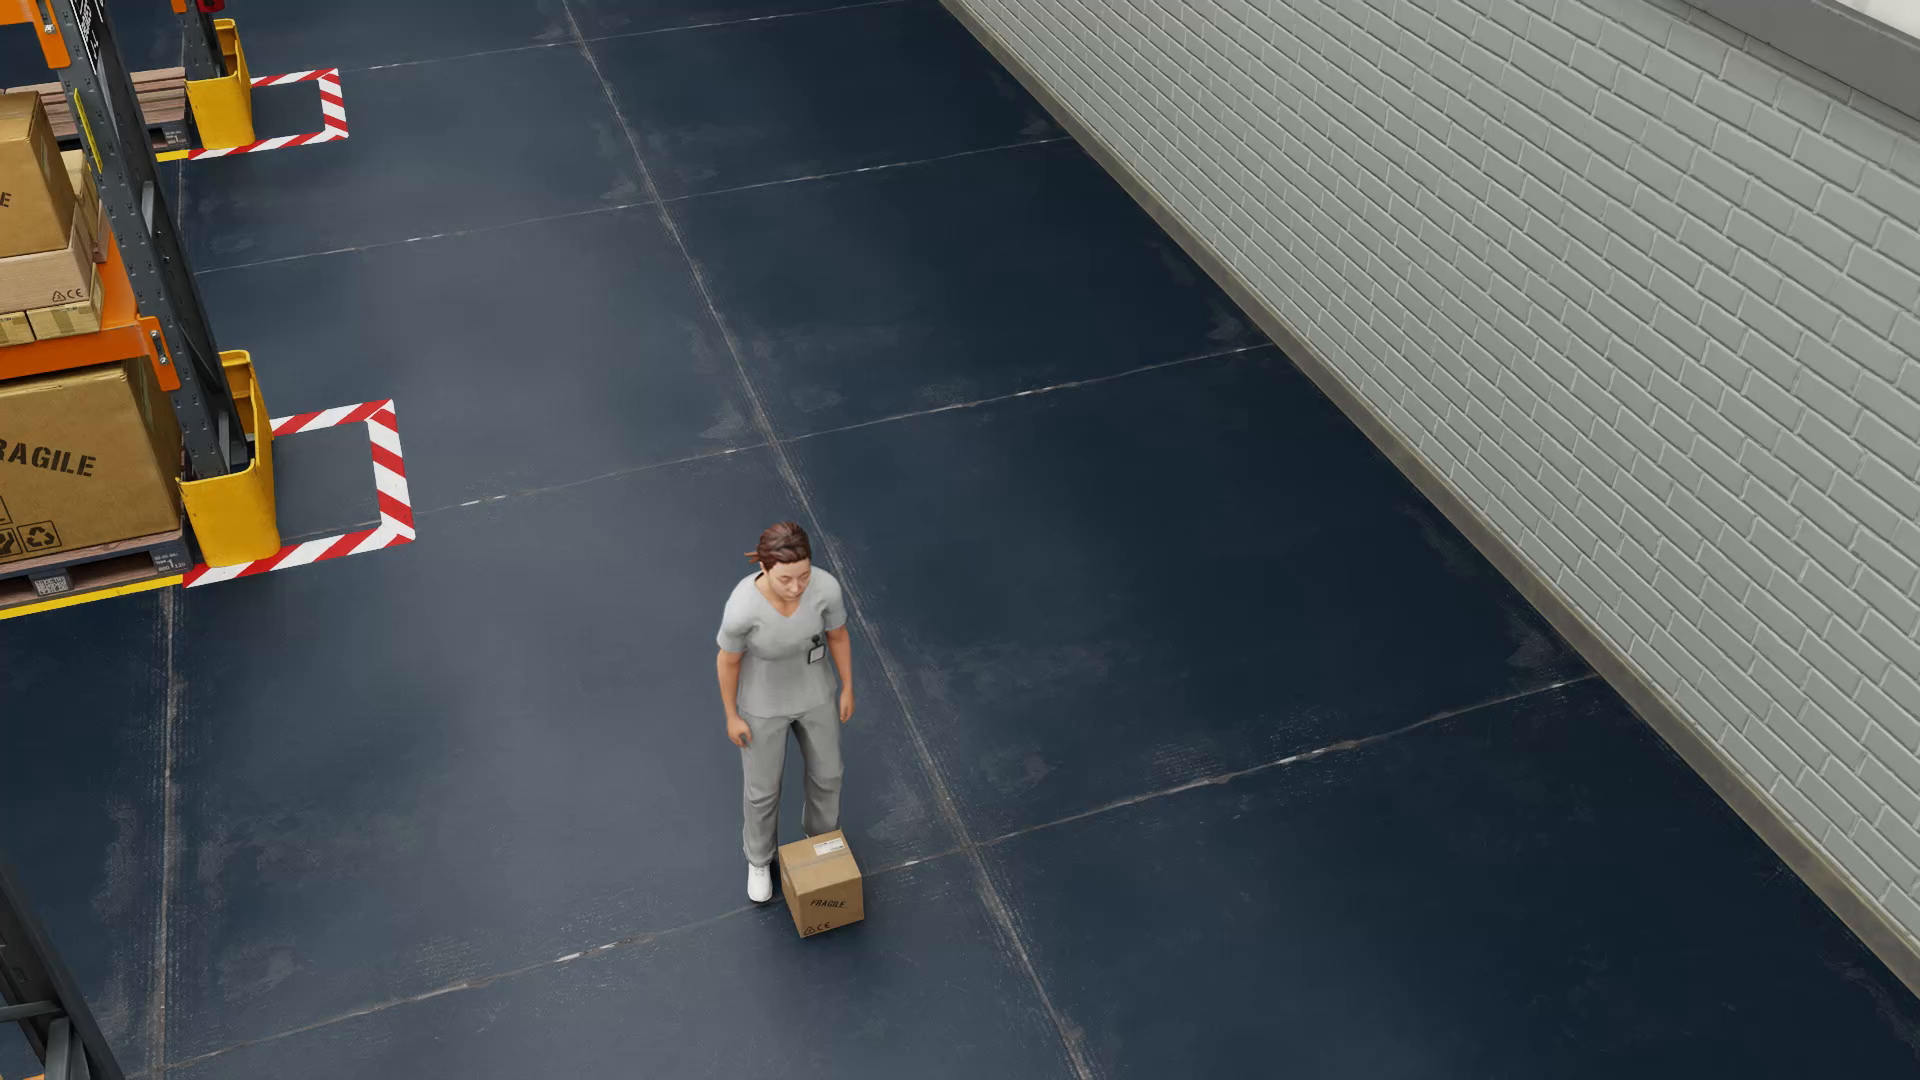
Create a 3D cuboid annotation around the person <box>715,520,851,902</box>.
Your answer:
[{"bbox_3d":[-0.622,0.593,6.022,0.484,1.672,0.360,-13,40,-16],"label":"person"}]
